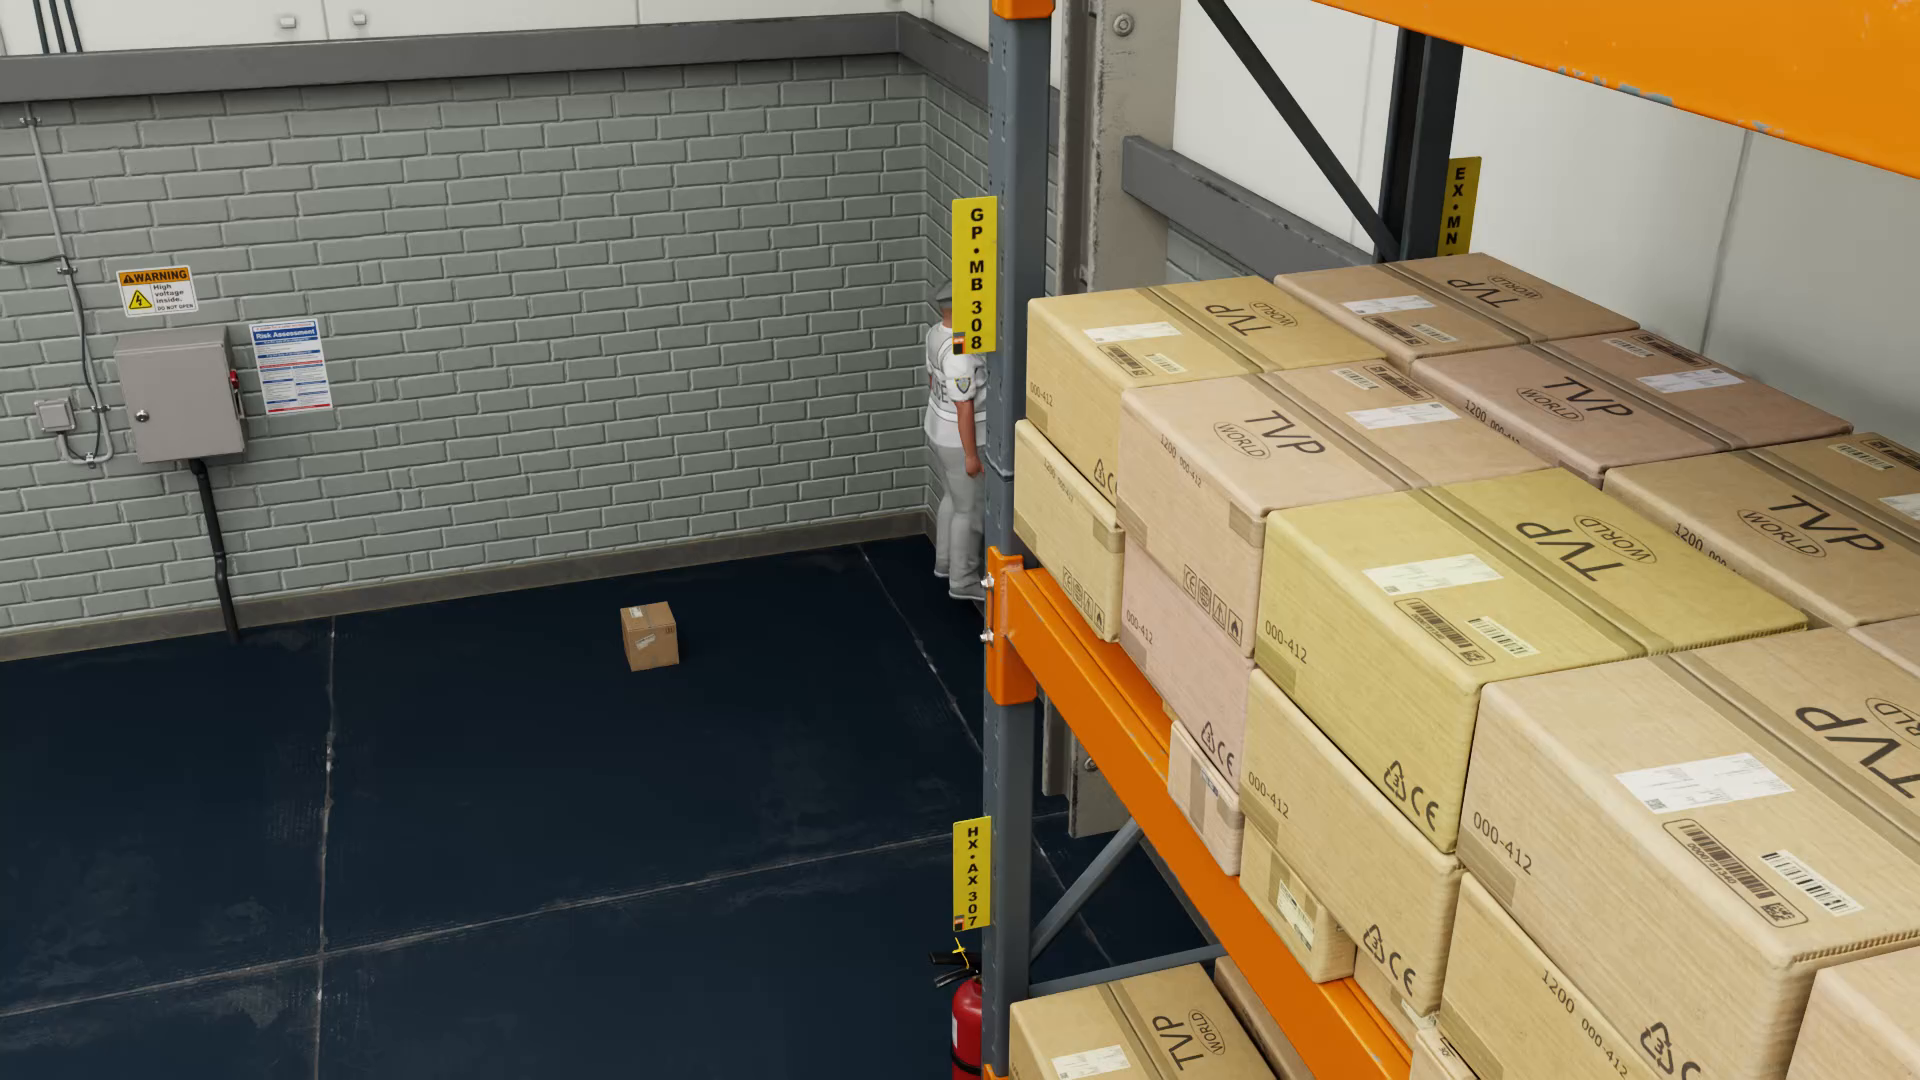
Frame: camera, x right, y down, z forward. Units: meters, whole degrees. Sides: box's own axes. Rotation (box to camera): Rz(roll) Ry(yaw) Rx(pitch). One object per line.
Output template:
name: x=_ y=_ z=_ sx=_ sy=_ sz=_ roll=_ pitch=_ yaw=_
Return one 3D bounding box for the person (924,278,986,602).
person: x=0.022 y=-0.552 z=8.861 sx=0.397 sy=1.773 sz=0.529 roll=-7 pitch=27 yaw=-14
